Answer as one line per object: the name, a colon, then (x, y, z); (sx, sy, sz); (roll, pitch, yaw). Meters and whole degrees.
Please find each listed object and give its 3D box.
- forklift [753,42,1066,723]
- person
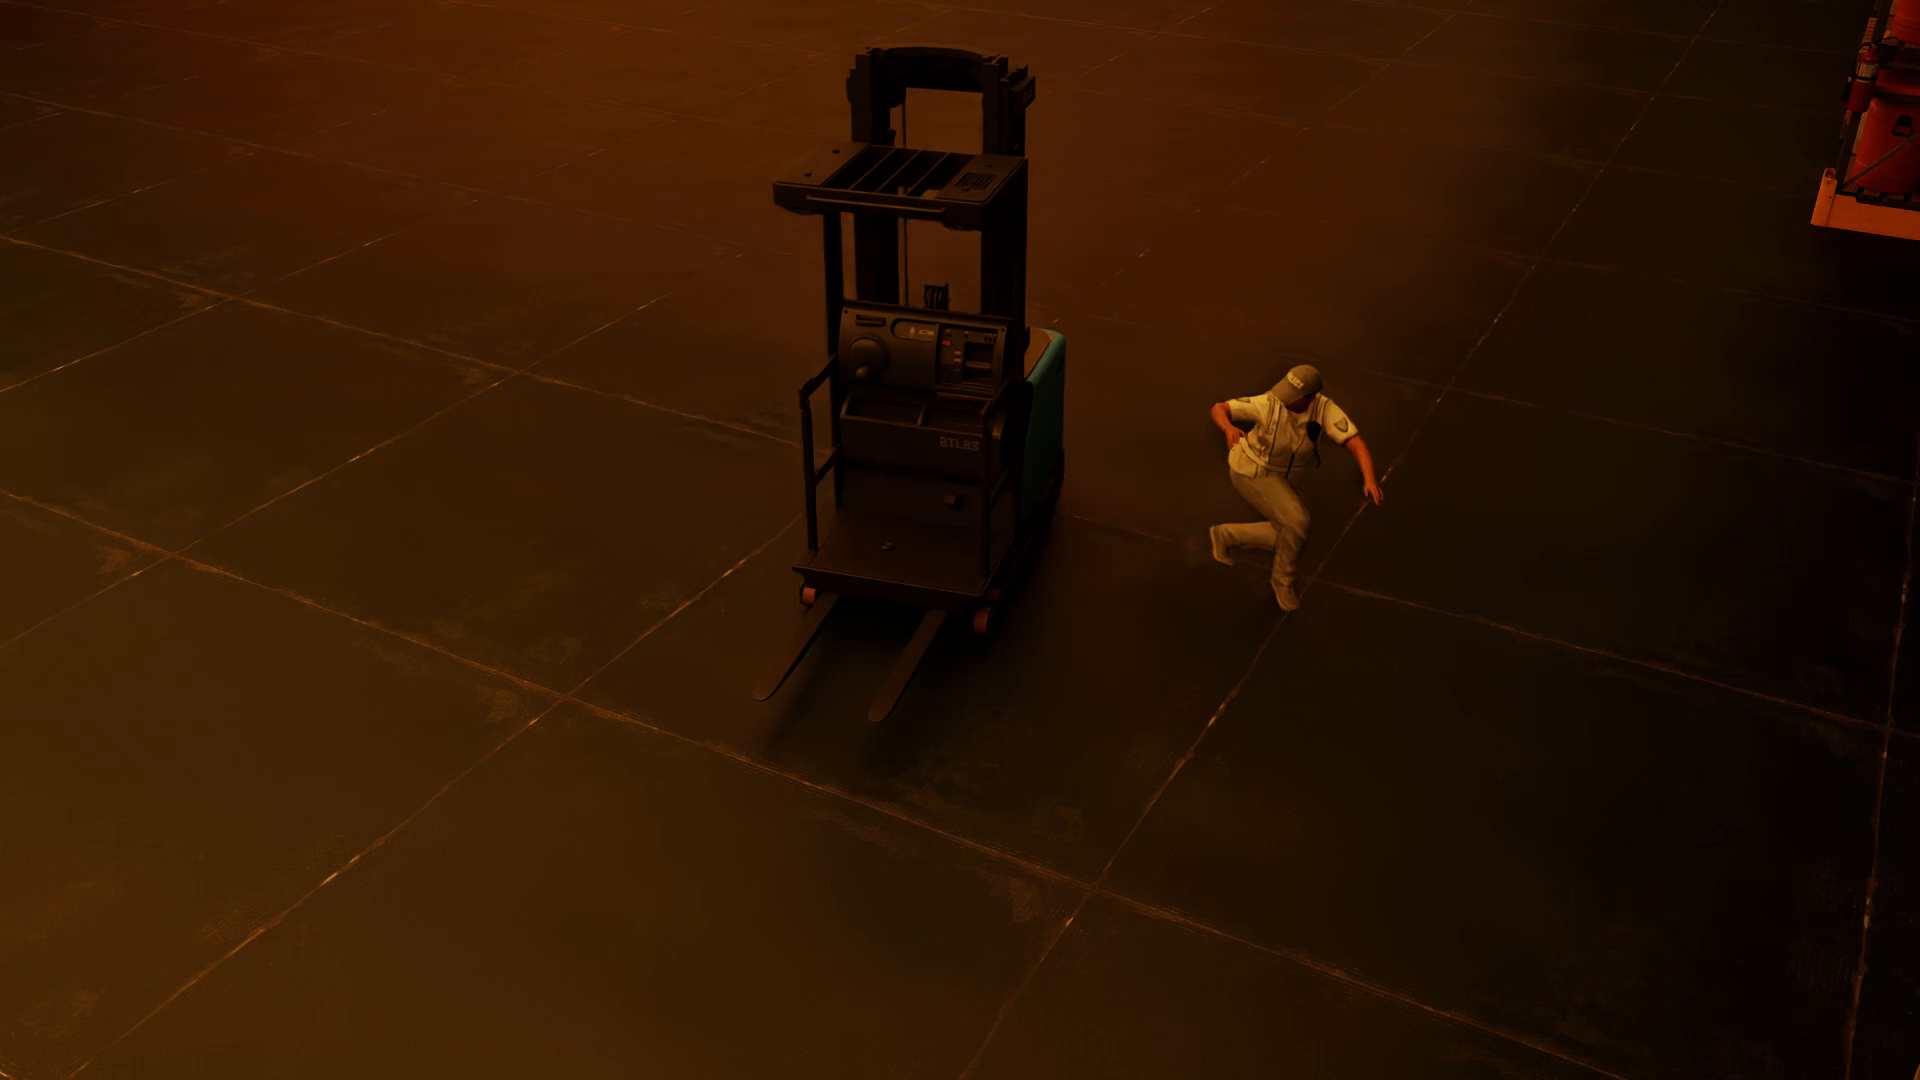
forklift: (-0.264, -0.969, 8.749); (1.130, 2.935, 3.031); (9, 31, 15)
person: (1.765, -0.270, 9.089); (0.774, 1.417, 1.063); (-16, 34, -26)
